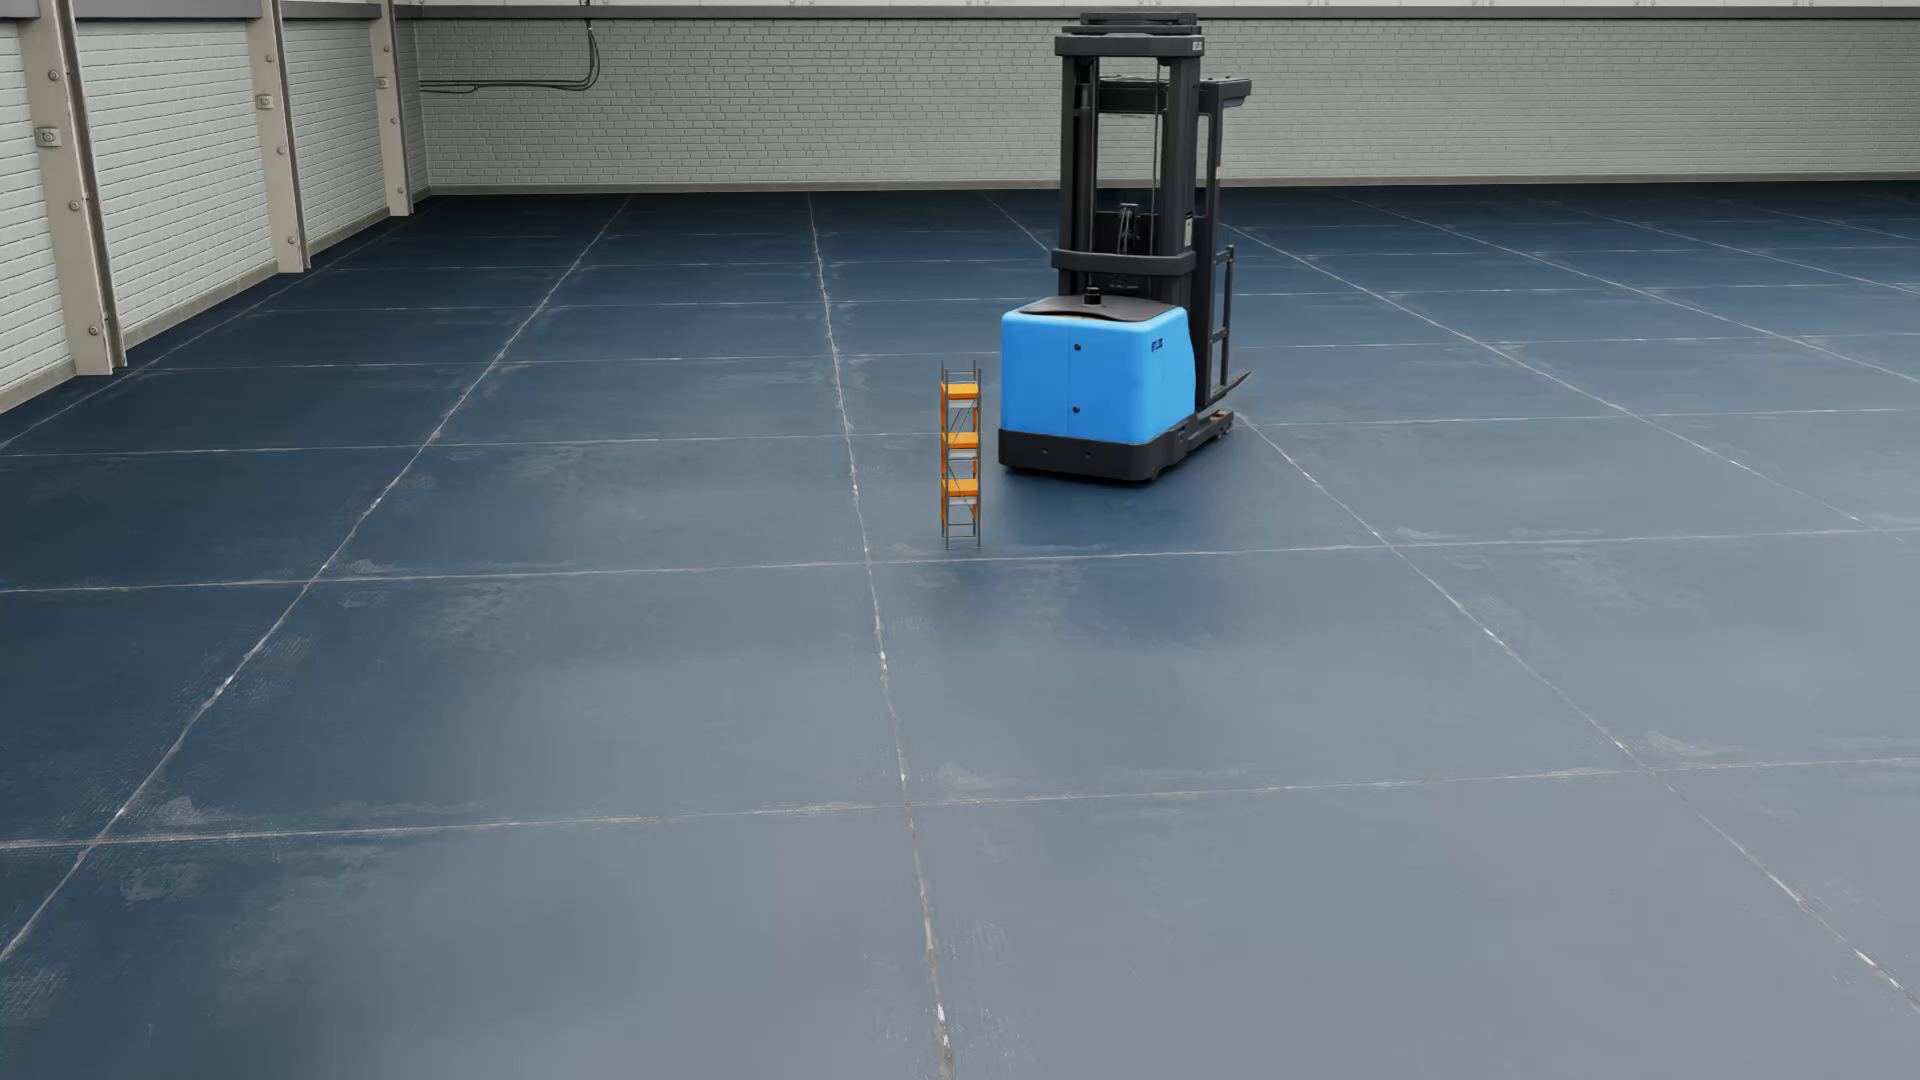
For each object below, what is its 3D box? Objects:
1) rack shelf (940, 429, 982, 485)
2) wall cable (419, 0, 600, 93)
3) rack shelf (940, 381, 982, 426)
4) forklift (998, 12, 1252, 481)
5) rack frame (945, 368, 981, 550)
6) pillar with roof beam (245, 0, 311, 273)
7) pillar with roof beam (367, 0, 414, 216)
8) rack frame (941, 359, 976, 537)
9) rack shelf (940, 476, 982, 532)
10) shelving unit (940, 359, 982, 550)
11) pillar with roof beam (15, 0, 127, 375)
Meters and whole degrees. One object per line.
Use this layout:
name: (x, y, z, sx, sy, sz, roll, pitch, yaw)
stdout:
rack shelf: (0.006, -0.475, 9.472, 0.215, 0.259, 0.240, -2, 18, -6)
wall cable: (-7.638, -8.768, 27.767, 3.097, 2.526, 0.112, -2, 18, -6)
rack shelf: (0.006, -0.746, 9.387, 0.215, 0.259, 0.240, -2, 18, -6)
forklift: (1.352, -2.174, 11.710, 1.130, 2.935, 3.031, 8, 19, 25)
rack frame: (0.018, -0.449, 9.353, 0.200, 1.050, 0.008, -2, 18, -6)
pillar with roof beam: (-3.748, -7.677, 19.106, 9.100, 9.000, 0.400, -2, 18, -6)
pillar with roof beam: (-4.367, -9.464, 24.800, 9.100, 9.000, 0.400, -2, 18, -6)
rack frame: (-0.007, -0.521, 9.585, 0.200, 1.050, 0.008, -2, 18, -6)
rack shelf: (0.006, -0.210, 9.555, 0.215, 0.259, 0.240, -2, 18, -6)
shelving unit: (0.006, -0.485, 9.469, 0.215, 1.050, 0.252, -2, 18, -6)
pillar with roof beam: (-3.129, -5.889, 13.412, 9.100, 9.000, 0.400, -2, 18, -6)
